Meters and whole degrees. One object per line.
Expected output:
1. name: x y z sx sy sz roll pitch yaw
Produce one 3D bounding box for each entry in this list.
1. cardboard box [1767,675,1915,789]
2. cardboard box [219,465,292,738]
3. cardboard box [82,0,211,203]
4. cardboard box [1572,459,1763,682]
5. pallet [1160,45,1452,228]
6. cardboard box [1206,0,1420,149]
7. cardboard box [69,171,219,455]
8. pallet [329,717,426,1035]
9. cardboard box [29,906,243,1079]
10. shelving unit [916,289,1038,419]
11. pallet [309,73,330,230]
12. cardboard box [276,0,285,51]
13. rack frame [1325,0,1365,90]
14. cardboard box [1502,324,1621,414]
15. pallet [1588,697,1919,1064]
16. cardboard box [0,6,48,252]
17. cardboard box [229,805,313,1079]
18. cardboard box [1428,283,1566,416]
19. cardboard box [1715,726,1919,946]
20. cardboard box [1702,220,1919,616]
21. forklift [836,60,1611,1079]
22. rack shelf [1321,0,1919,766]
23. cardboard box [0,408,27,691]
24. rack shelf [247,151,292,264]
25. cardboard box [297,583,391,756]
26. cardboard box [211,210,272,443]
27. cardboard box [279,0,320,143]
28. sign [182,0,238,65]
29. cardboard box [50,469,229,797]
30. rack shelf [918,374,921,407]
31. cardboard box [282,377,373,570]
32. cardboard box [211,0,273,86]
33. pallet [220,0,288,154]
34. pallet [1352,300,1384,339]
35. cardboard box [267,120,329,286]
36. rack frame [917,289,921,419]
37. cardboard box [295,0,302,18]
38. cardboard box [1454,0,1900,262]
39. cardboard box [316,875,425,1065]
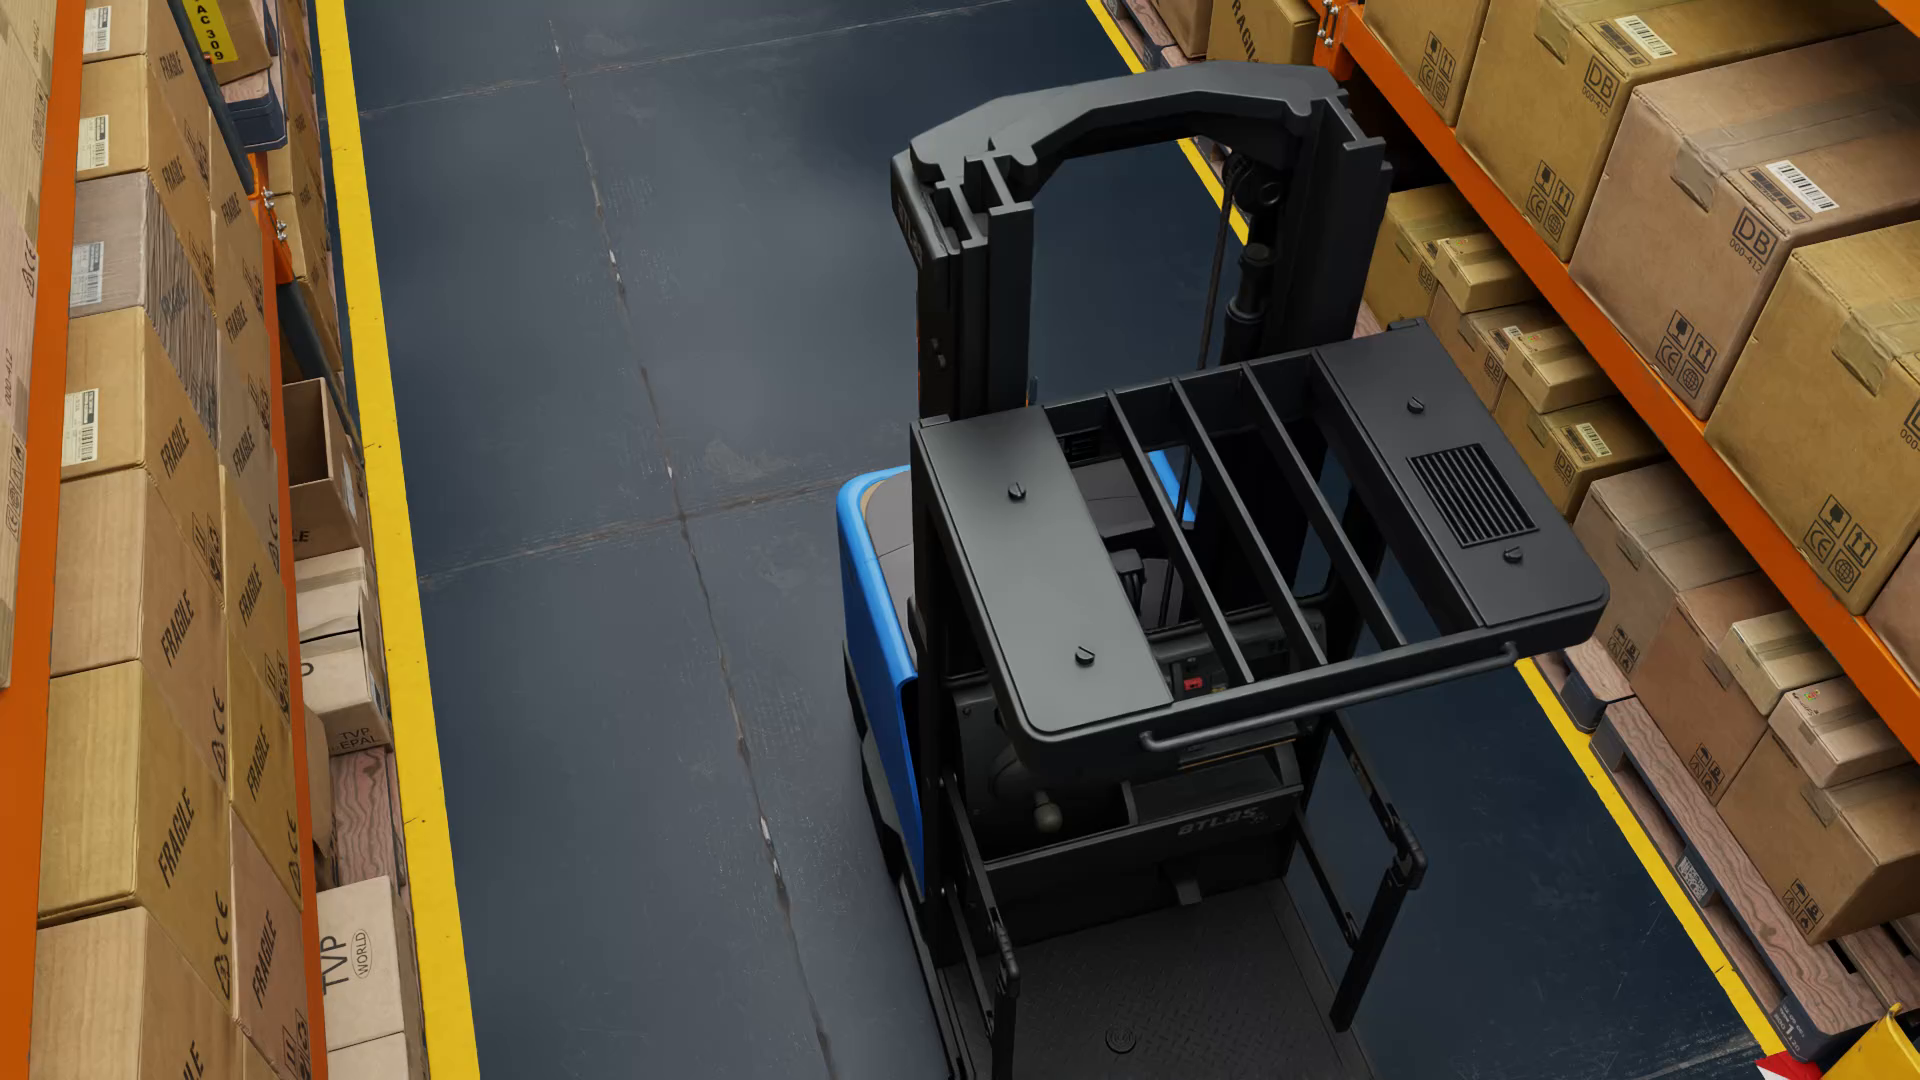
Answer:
1. cardboard box: 2.579 0.530 4.778 0.380 0.149 0.250 -14 51 -11
2. cardboard box: -1.967 0.208 4.047 0.500 0.500 0.500 -13 51 -10
3. cardboard box: -2.424 -1.233 4.608 0.500 0.500 0.500 -13 51 -11
4. cardboard box: 2.493 0.059 5.599 0.700 0.500 0.500 -15 51 -12
5. pallet: 1.610 -1.960 7.764 1.003 0.211 1.213 -13 51 -11
6. cardboard box: 1.594 -2.200 7.274 0.750 0.750 0.750 -13 51 -11
7. cardboard box: -2.121 -0.491 3.983 0.500 0.500 0.500 -13 51 -11
8. pallet: -2.254 1.104 5.181 1.003 0.211 1.213 -13 51 -11
9. cardboard box: -1.517 0.994 2.731 0.500 0.500 0.500 -12 51 -10
10. shelving unit: 0.049 -0.266 5.689 0.258 1.200 0.503 -13 51 -11
11. pallet: -3.462 -1.769 7.603 1.003 0.211 1.213 -13 51 -11
12. cardboard box: -3.175 -2.272 7.060 0.500 0.250 0.500 -14 51 -12
13. rack frame: 1.910 -2.312 6.237 1.000 3.000 0.127 -13 51 -11
14. cardboard box: 2.115 -0.609 5.737 0.380 0.149 0.250 -15 51 -12
15. pallet: 2.782 0.942 5.318 1.003 0.211 1.213 -13 51 -11
16. cardboard box: -1.986 -0.716 3.028 0.500 0.250 0.500 -13 51 -11
17. cardboard box: -1.675 0.941 3.430 0.500 0.500 0.500 -14 51 -11
18. cardboard box: 2.179 -0.705 6.242 0.700 0.500 0.500 -14 51 -11
19. cardboard box: 2.791 0.791 4.981 0.700 0.500 0.500 -13 51 -11
20. cardboard box: 2.707 -0.386 4.418 0.980 0.700 0.700 -14 51 -11
21. forklift: 0.507 0.546 3.873 1.130 2.935 3.031 -12 51 -10
22. rack shelf: 2.502 -0.619 5.281 1.077 0.370 4.000 -13 51 -11
23. cardboard box: -1.682 0.013 2.413 0.500 0.250 0.500 -13 51 -11
24. rack shelf: -3.412 -2.418 6.797 1.077 0.370 4.000 -13 51 -11
25. cardboard box: -2.159 0.435 5.392 0.500 0.311 0.500 -13 51 -11
26. cardboard box: -2.274 -0.538 4.676 0.500 0.500 0.500 -12 51 -10
27. cardboard box: -3.189 -2.057 7.369 0.500 0.500 0.500 -15 52 -12
28. sign: -2.304 -1.597 5.068 0.100 0.325 0.005 -13 51 -11
29. cardboard box: -1.822 0.247 3.360 0.500 0.500 0.500 -13 51 -10
30. rack shelf: 0.049 -0.367 5.570 0.258 0.148 0.480 -13 51 -11
31. cardboard box: -2.381 -0.173 5.781 0.500 0.500 0.500 -13 51 -11
32. cardboard box: -2.747 -1.753 5.426 0.700 0.500 0.500 -30 56 -23
33. pallet: -2.953 -1.736 5.877 1.003 0.211 1.213 -13 51 -11
34. pallet: 2.061 -0.840 6.820 1.003 0.211 1.213 -13 51 -11
35. cardboard box: -2.899 -1.321 6.749 0.500 0.500 0.500 -13 51 -10
36. rack frame: -0.023 -0.444 5.840 0.240 1.200 0.015 -13 51 -11
37. cardboard box: -3.503 -2.817 8.010 0.500 0.500 0.500 -12 51 -10
38. cardboard box: 2.266 -1.474 5.335 0.980 0.700 0.700 -14 51 -12
39. cardboard box: -1.823 1.285 4.715 0.500 0.250 0.500 -13 51 -11
